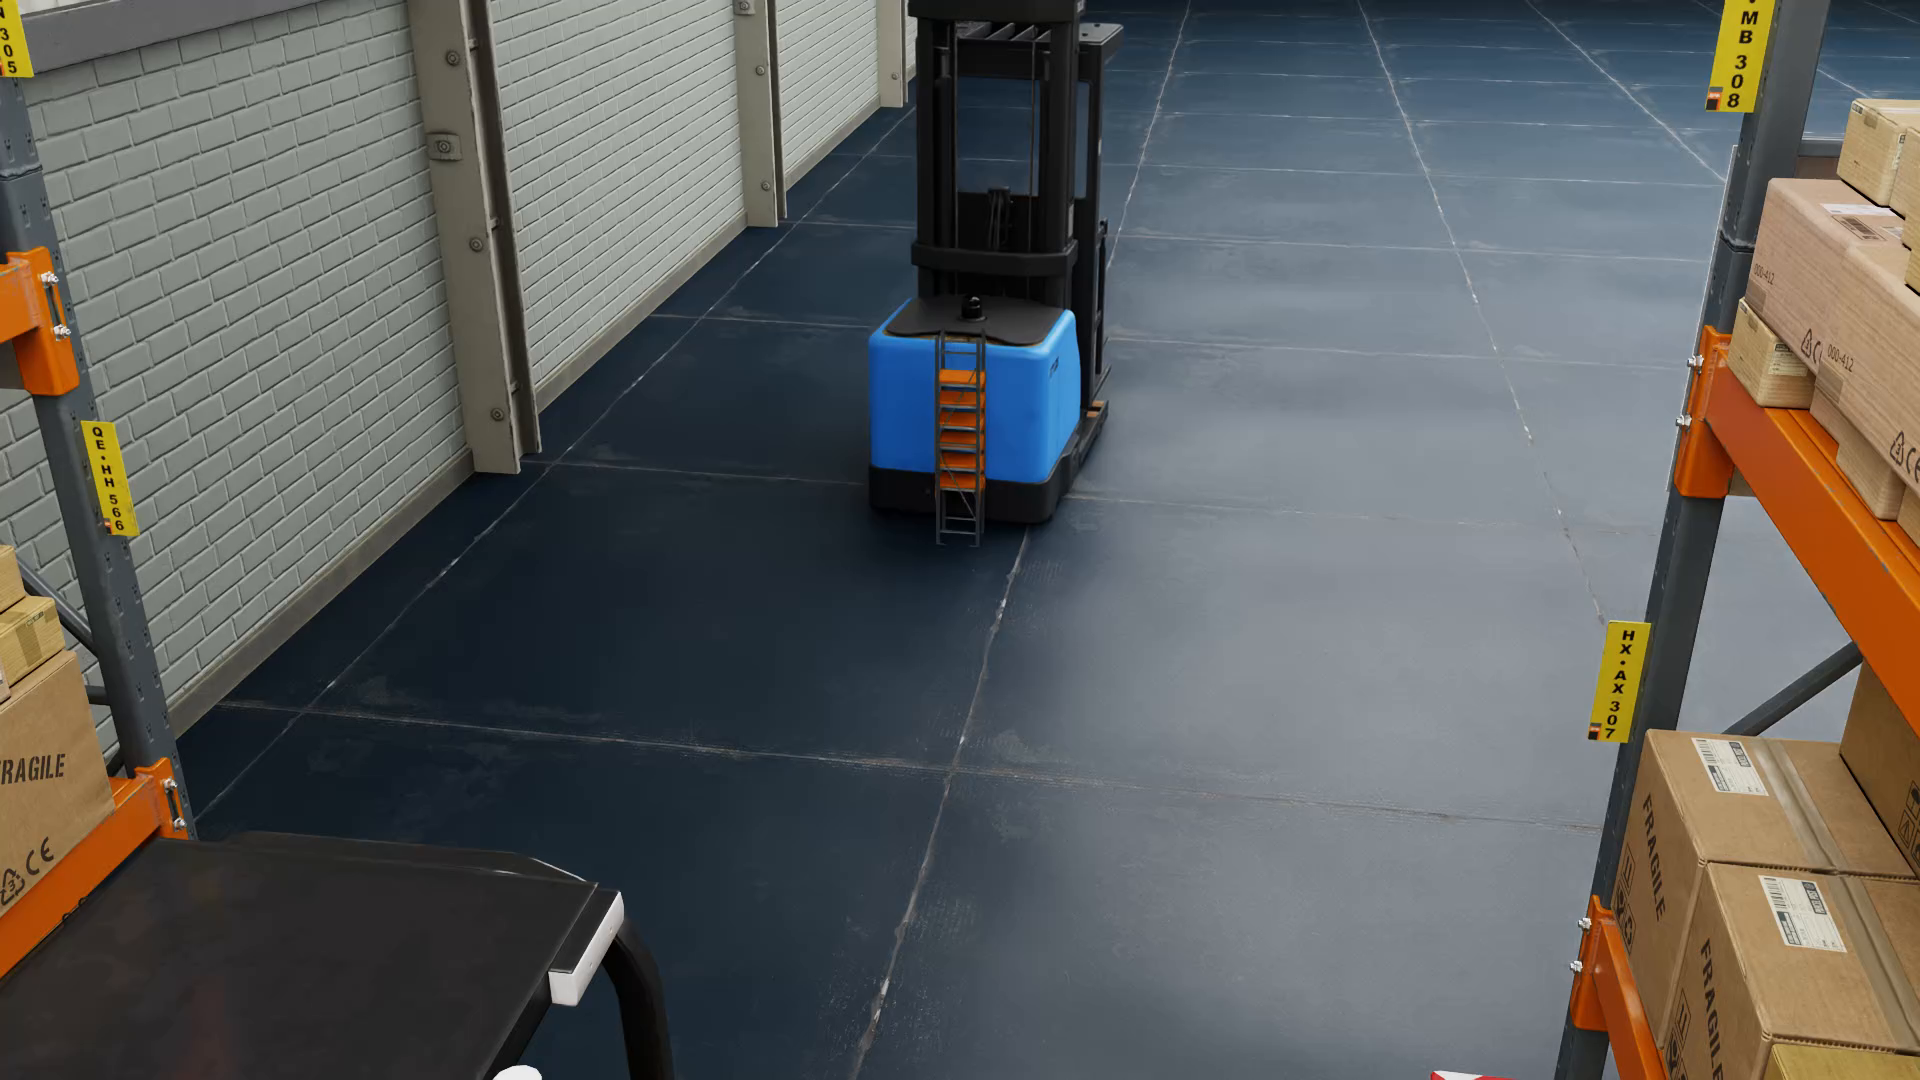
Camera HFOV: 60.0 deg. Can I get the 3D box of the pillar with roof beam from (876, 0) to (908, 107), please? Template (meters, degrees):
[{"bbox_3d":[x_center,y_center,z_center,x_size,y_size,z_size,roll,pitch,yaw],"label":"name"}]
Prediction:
[{"bbox_3d":[3.397,-9.291,18.484,9.100,9.000,0.400,4,25,9],"label":"pillar with roof beam"}]

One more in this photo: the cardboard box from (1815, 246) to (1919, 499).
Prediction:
[{"bbox_3d":[1.672,-0.254,2.541,0.500,0.250,0.500,4,25,8],"label":"cardboard box"}]

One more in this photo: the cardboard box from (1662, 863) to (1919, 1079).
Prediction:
[{"bbox_3d":[1.676,0.986,3.137,0.500,0.500,0.500,5,26,10],"label":"cardboard box"}]

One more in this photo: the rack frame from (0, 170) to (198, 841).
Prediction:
[{"bbox_3d":[-2.789,0.428,4.798,1.000,3.000,0.127,4,25,9],"label":"rack frame"}]

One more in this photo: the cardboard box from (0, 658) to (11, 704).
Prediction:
[{"bbox_3d":[-2.582,0.362,4.056,0.380,0.149,0.250,4,25,9],"label":"cardboard box"}]

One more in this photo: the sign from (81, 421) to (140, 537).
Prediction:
[{"bbox_3d":[-2.256,-0.161,4.410,0.100,0.325,0.005,4,25,9],"label":"sign"}]

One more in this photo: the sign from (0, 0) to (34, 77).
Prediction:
[{"bbox_3d":[-2.256,-1.253,3.899,0.100,0.325,0.005,4,25,9],"label":"sign"}]

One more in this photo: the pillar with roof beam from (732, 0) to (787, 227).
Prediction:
[{"bbox_3d":[2.416,-6.781,13.123,9.100,9.000,0.400,4,25,9],"label":"pillar with roof beam"}]

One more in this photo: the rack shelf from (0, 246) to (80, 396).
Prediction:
[{"bbox_3d":[-3.116,0.231,2.528,1.077,0.370,4.000,4,25,9],"label":"rack shelf"}]

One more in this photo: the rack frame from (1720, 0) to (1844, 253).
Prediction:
[{"bbox_3d":[2.109,-1.947,2.795,1.000,3.000,0.127,4,25,9],"label":"rack frame"}]

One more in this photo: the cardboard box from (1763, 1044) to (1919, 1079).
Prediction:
[{"bbox_3d":[1.594,1.199,2.682,0.500,0.500,0.500,4,25,7],"label":"cardboard box"}]

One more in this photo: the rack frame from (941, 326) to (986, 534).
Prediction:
[{"bbox_3d":[0.017,-0.588,9.090,0.240,1.200,0.006,4,25,9],"label":"rack frame"}]

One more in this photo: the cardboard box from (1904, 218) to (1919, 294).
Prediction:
[{"bbox_3d":[1.608,-0.395,2.373,0.380,0.149,0.250,4,25,8],"label":"cardboard box"}]

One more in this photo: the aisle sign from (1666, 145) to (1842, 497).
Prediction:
[{"bbox_3d":[1.813,-0.455,3.617,0.394,0.787,0.004,4,25,9],"label":"aisle sign"}]

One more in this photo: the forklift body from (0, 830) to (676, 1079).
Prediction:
[{"bbox_3d":[-1.299,1.731,3.014,2.313,2.155,1.214,4,25,9],"label":"forklift body"}]

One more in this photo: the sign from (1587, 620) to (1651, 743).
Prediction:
[{"bbox_3d":[1.573,0.340,3.964,0.100,0.325,0.005,4,25,9],"label":"sign"}]

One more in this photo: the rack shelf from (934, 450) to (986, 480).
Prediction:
[{"bbox_3d":[0.002,-0.401,9.078,0.258,0.103,0.180,4,25,9],"label":"rack shelf"}]

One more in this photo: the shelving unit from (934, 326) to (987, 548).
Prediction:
[{"bbox_3d":[0.002,-0.549,9.009,0.258,1.200,0.189,4,25,9],"label":"shelving unit"}]

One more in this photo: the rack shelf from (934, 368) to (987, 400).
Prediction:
[{"bbox_3d":[0.002,-0.835,8.875,0.258,0.103,0.180,4,25,9],"label":"rack shelf"}]

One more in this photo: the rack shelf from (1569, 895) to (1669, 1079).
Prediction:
[{"bbox_3d":[1.782,1.932,2.432,1.077,0.370,4.000,4,25,9],"label":"rack shelf"}]

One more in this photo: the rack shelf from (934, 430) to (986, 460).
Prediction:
[{"bbox_3d":[0.002,-0.509,9.027,0.258,0.103,0.180,4,25,9],"label":"rack shelf"}]

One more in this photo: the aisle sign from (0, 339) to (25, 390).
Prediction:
[{"bbox_3d":[-2.488,-0.757,4.262,0.394,0.787,0.004,4,25,9],"label":"aisle sign"}]

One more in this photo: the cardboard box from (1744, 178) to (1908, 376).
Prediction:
[{"bbox_3d":[1.764,-0.464,2.990,0.500,0.250,0.500,4,25,8],"label":"cardboard box"}]

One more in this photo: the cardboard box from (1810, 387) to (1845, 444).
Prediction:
[{"bbox_3d":[1.780,-0.243,2.988,0.380,0.149,0.250,3,25,7],"label":"cardboard box"}]

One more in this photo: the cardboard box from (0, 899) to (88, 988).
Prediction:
[{"bbox_3d":[-2.556,1.244,4.623,0.500,0.250,0.500,5,26,10],"label":"cardboard box"}]

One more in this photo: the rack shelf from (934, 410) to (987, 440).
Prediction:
[{"bbox_3d":[0.002,-0.618,8.977,0.258,0.103,0.180,4,25,9],"label":"rack shelf"}]

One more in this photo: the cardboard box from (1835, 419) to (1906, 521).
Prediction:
[{"bbox_3d":[1.703,-0.134,2.756,0.380,0.149,0.250,5,25,10],"label":"cardboard box"}]

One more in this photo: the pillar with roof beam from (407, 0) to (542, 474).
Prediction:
[{"bbox_3d":[1.436,-4.272,7.762,9.100,9.000,0.400,4,25,9],"label":"pillar with roof beam"}]

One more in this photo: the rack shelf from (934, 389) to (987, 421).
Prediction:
[{"bbox_3d":[0.002,-0.727,8.926,0.258,0.103,0.180,4,25,9],"label":"rack shelf"}]

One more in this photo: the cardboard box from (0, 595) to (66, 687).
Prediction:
[{"bbox_3d":[-2.569,0.253,4.288,0.380,0.149,0.250,4,25,9],"label":"cardboard box"}]

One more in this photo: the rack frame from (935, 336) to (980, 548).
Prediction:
[{"bbox_3d":[-0.013,-0.511,8.927,0.240,1.200,0.006,4,25,9],"label":"rack frame"}]

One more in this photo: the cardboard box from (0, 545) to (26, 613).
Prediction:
[{"bbox_3d":[-2.639,0.118,4.225,0.380,0.149,0.250,4,25,9],"label":"cardboard box"}]

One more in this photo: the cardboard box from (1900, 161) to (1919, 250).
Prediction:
[{"bbox_3d":[1.722,-0.495,2.586,0.380,0.149,0.250,4,25,8],"label":"cardboard box"}]

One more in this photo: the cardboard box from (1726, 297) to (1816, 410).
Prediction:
[{"bbox_3d":[1.734,-0.359,3.236,0.380,0.149,0.250,4,25,9],"label":"cardboard box"}]

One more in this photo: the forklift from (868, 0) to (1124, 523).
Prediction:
[{"bbox_3d":[0.346,-2.021,10.111,1.130,2.935,3.031,6,26,13],"label":"forklift"}]

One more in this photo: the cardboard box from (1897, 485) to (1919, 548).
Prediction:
[{"bbox_3d":[1.686,-0.029,2.532,0.380,0.149,0.250,4,25,8],"label":"cardboard box"}]

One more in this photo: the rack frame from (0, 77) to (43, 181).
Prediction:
[{"bbox_3d":[-2.789,-2.290,3.527,1.000,3.000,0.127,4,25,9],"label":"rack frame"}]

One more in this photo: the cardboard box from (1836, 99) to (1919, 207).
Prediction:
[{"bbox_3d":[1.849,-0.702,3.028,0.380,0.149,0.250,4,25,8],"label":"cardboard box"}]

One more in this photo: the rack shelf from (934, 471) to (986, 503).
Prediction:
[{"bbox_3d":[0.002,-0.292,9.129,0.258,0.103,0.180,4,25,9],"label":"rack shelf"}]

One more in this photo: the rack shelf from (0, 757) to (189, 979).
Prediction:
[{"bbox_3d":[-3.116,1.590,3.164,1.077,0.370,4.000,4,25,9],"label":"rack shelf"}]

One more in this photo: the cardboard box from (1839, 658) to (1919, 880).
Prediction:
[{"bbox_3d":[2.241,0.366,3.282,0.700,0.500,0.500,3,25,7],"label":"cardboard box"}]

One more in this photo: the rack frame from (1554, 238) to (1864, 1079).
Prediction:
[{"bbox_3d":[2.109,0.770,4.067,1.000,3.000,0.127,4,25,9],"label":"rack frame"}]

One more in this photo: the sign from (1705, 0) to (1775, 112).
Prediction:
[{"bbox_3d":[1.573,-1.022,3.326,0.100,0.325,0.005,4,25,9],"label":"sign"}]

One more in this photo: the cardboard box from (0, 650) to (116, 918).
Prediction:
[{"bbox_3d":[-2.610,0.606,4.299,0.500,0.500,0.500,3,25,7],"label":"cardboard box"}]

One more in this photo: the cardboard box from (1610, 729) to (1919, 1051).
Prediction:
[{"bbox_3d":[1.758,0.769,3.601,0.500,0.500,0.500,4,25,8],"label":"cardboard box"}]

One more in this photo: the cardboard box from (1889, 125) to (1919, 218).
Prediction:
[{"bbox_3d":[1.824,-0.595,2.800,0.380,0.149,0.250,4,25,8],"label":"cardboard box"}]

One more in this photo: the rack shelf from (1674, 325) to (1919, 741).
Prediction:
[{"bbox_3d":[1.782,0.574,1.797,1.077,0.370,4.000,4,25,9],"label":"rack shelf"}]
